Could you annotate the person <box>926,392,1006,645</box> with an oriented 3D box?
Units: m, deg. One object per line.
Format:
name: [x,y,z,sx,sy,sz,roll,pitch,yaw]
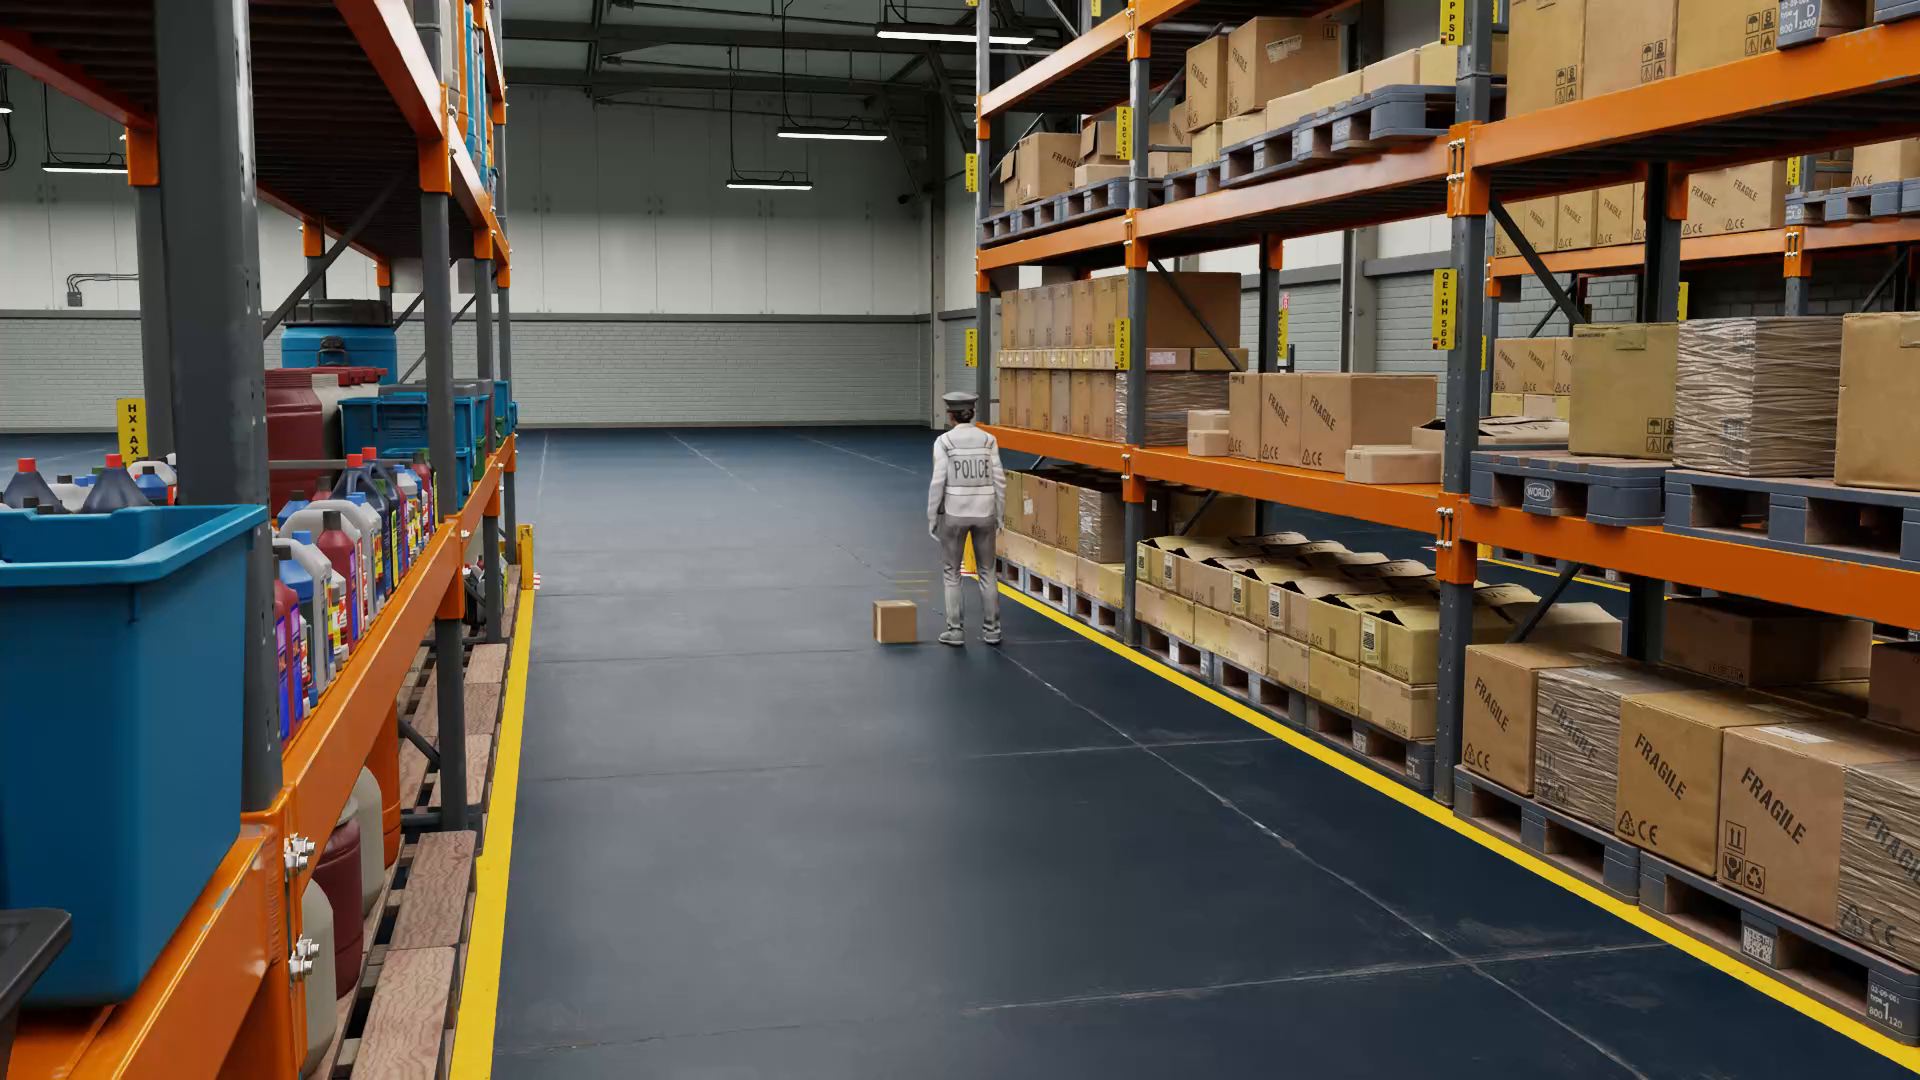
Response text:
person: [0.041,-0.140,10.941,0.546,1.664,0.376,-2,6,-16]
